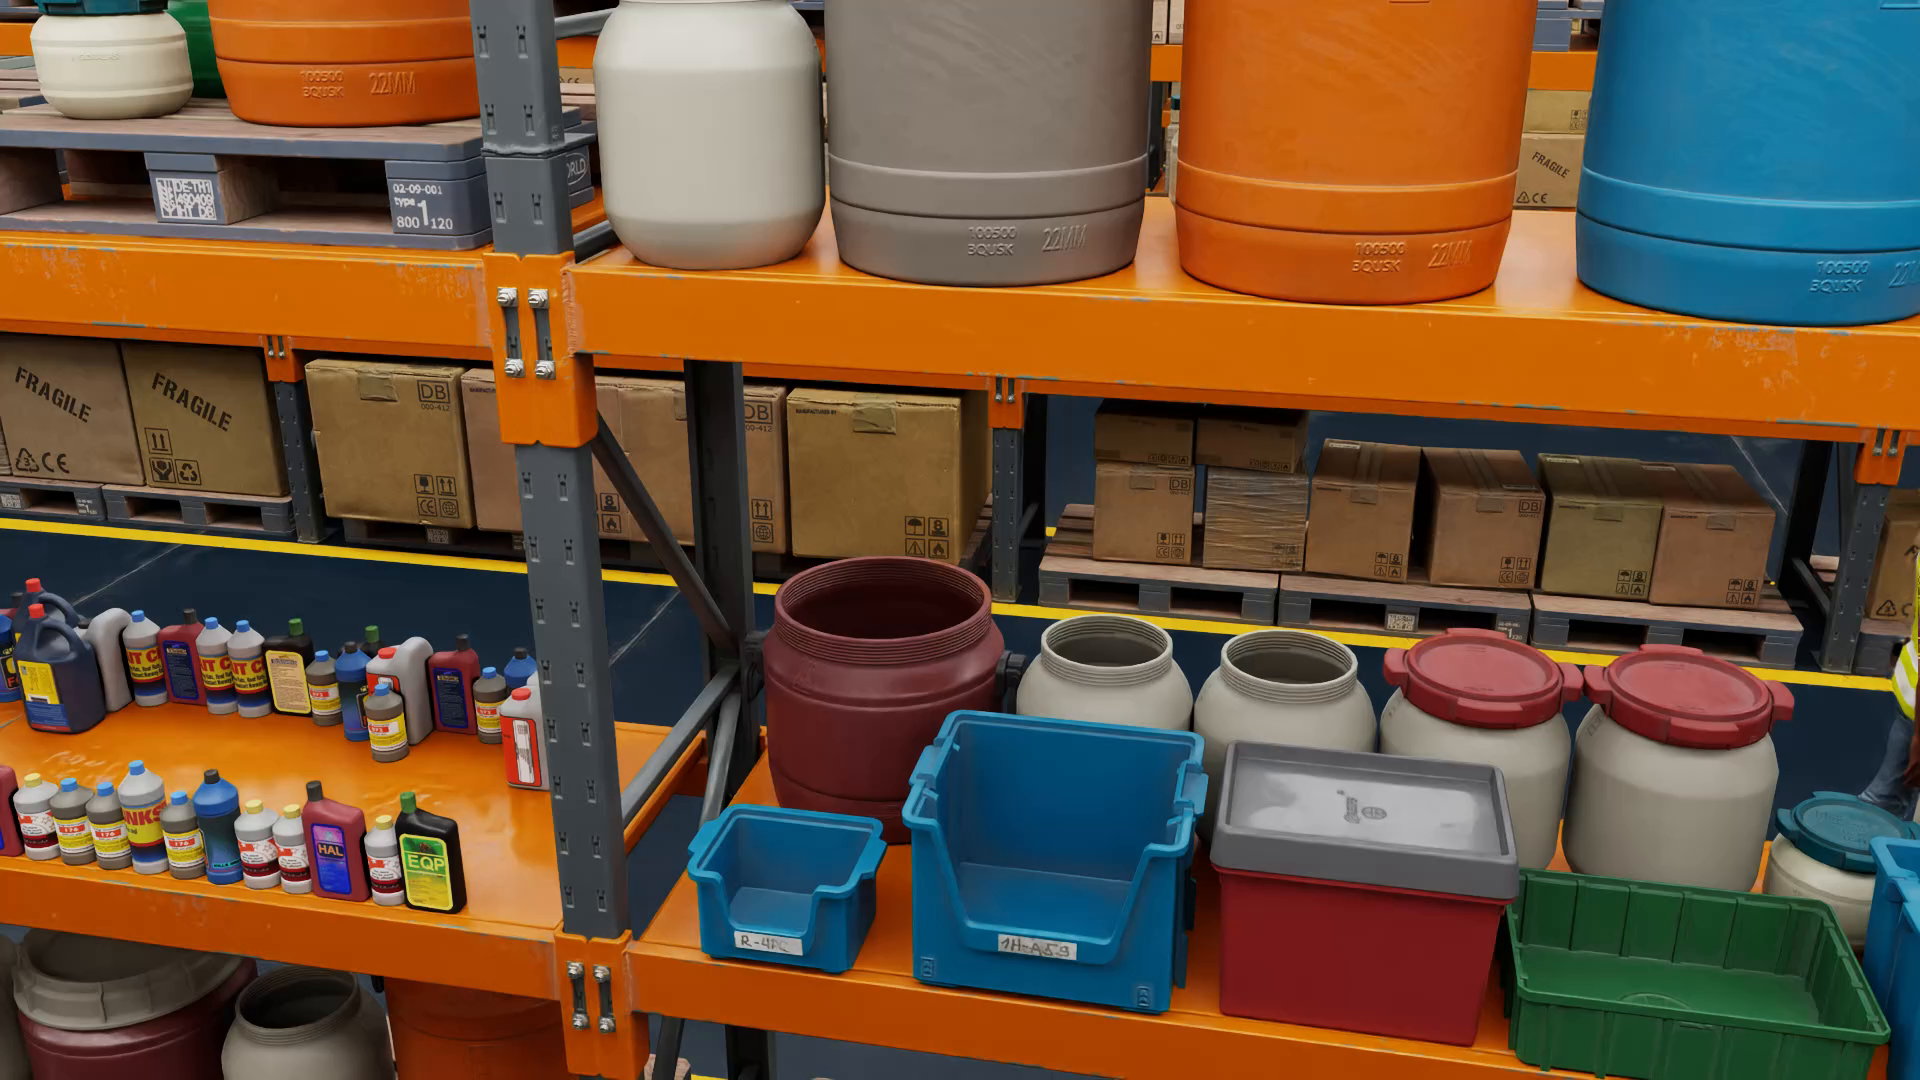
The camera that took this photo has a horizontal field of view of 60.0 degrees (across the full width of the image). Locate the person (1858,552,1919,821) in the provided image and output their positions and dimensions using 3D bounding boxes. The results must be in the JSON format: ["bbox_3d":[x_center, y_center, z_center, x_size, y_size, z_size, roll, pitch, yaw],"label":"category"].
[{"bbox_3d":[3.377,0.593,5.574,0.687,1.818,0.627,7,23,18],"label":"person"}]
